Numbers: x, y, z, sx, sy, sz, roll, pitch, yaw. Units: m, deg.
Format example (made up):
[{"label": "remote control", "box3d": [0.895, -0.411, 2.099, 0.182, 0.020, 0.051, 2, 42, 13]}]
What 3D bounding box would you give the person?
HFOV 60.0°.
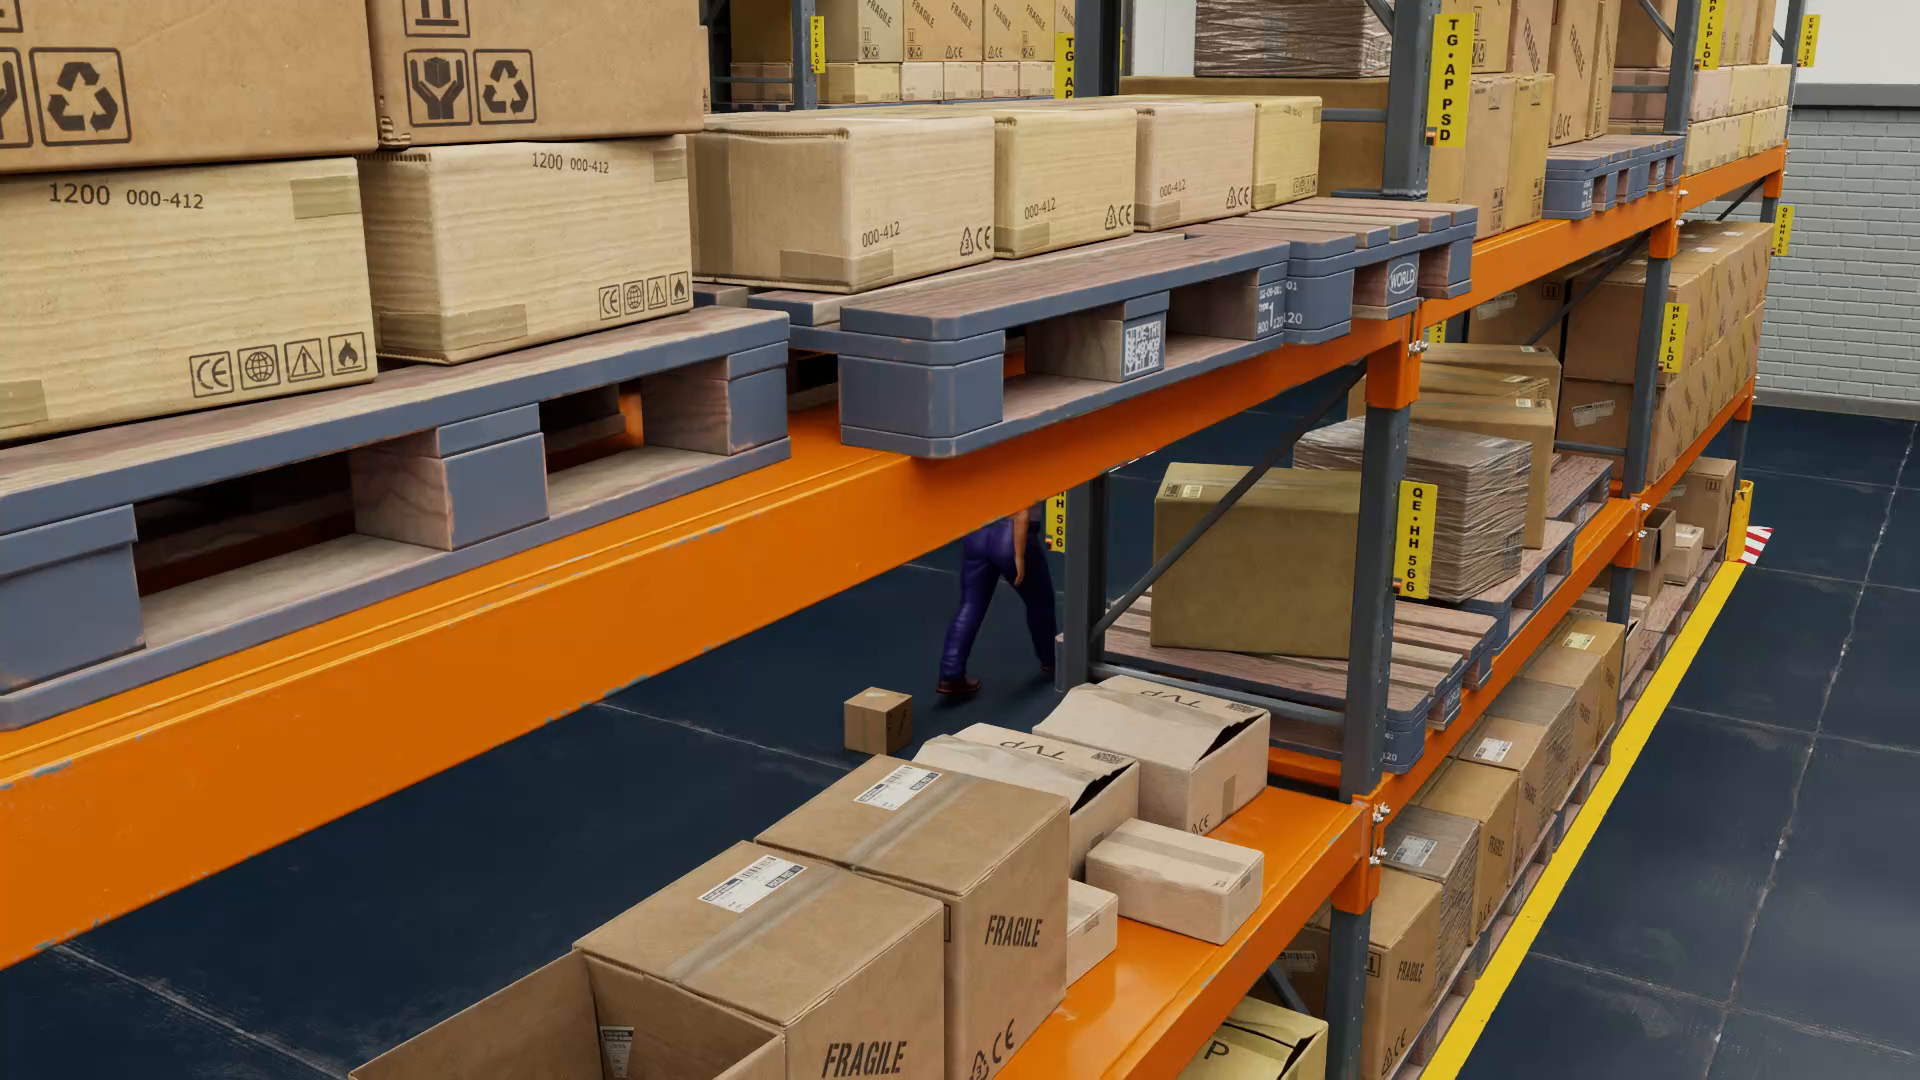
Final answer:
[{"label": "person", "box3d": [0.255, 0.012, 9.030, 0.506, 1.573, 1.024, 14, 21, 39]}]
